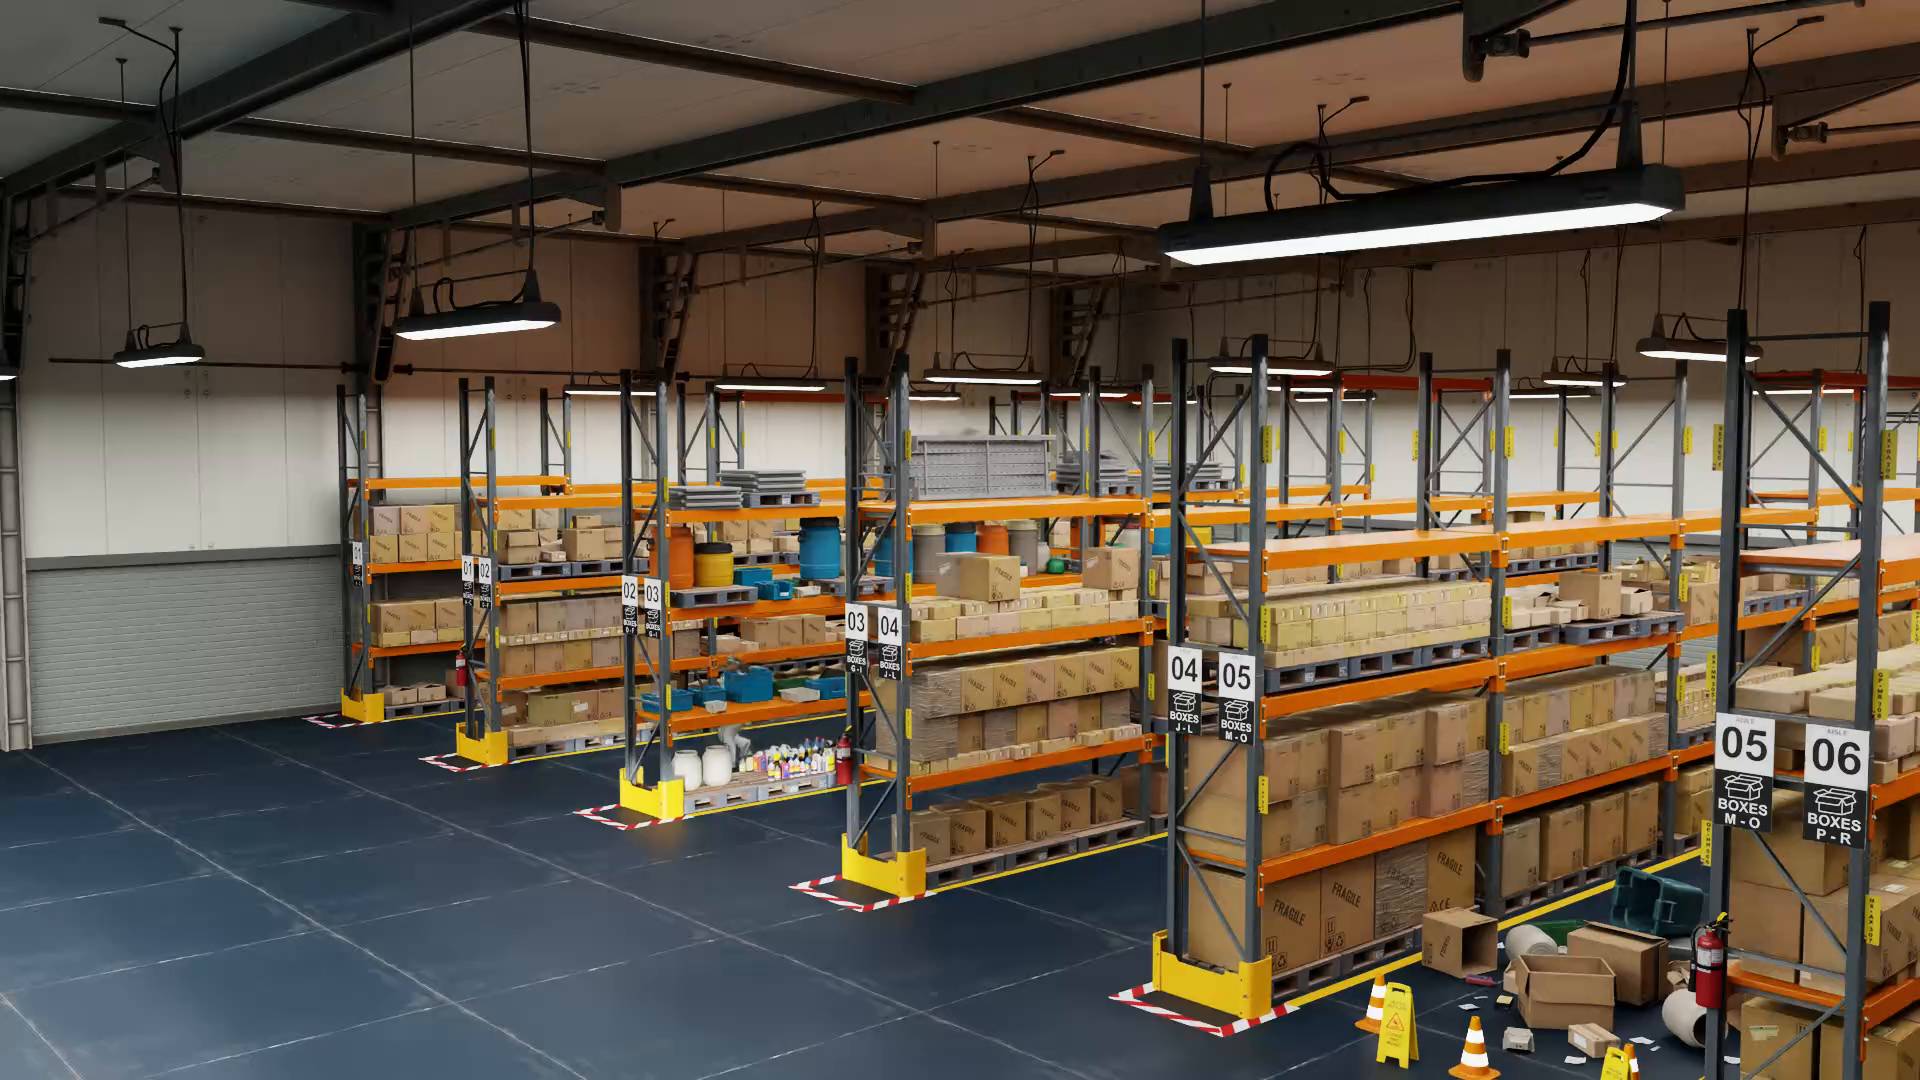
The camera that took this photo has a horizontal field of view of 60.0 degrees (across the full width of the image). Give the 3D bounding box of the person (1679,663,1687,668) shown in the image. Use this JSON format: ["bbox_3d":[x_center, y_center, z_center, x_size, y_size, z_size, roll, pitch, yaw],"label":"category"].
[{"bbox_3d":[10.808,2.677,24.968,0.929,1.659,0.570,-3,5,-41],"label":"person"}]

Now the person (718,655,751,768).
[{"bbox_3d":[-3.446,2.615,25.487,0.668,1.749,0.741,3,5,40],"label":"person"}]
